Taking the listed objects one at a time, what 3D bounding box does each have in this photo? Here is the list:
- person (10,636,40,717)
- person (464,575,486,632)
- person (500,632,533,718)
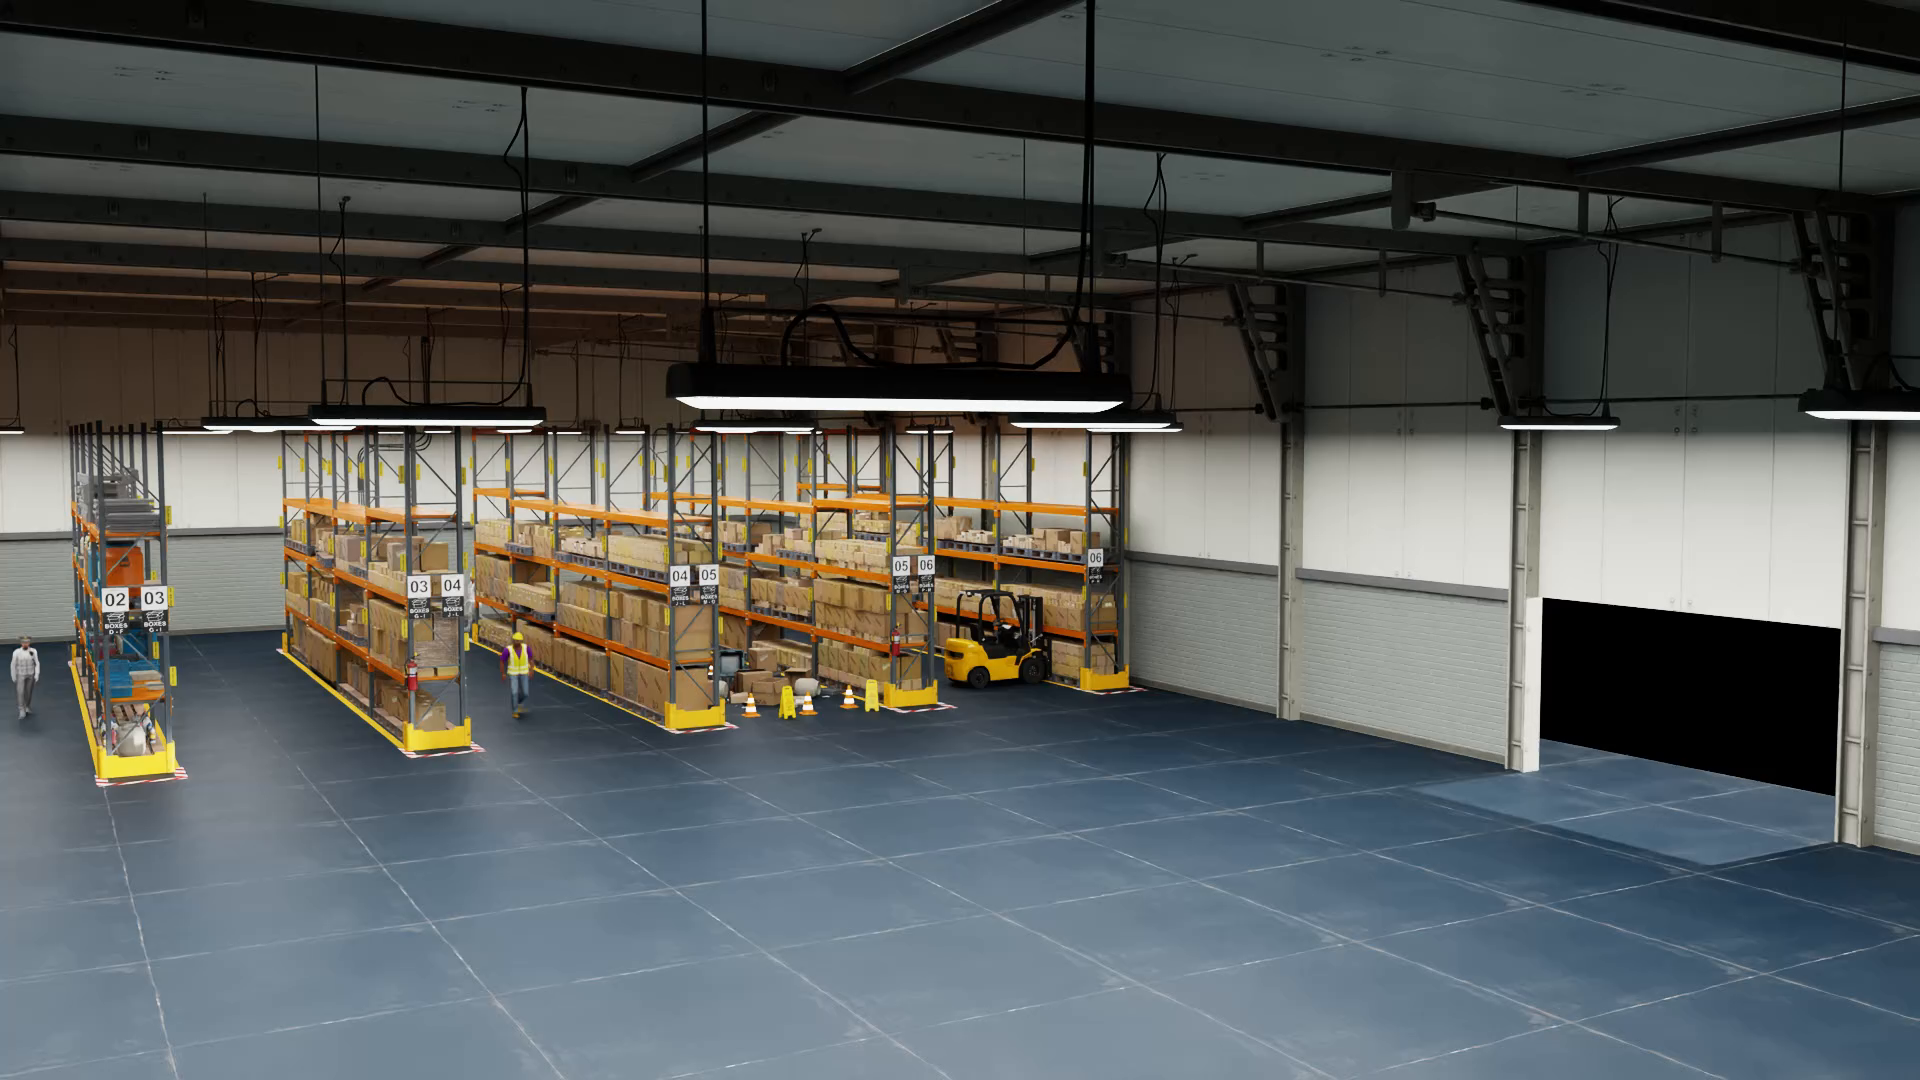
[{"bbox_3d":[-19.163,2.776,34.131,0.504,1.626,0.941,-3,5,-42],"label":"person"},{"bbox_3d":[-14.289,1.821,49.040,0.947,1.766,0.593,-3,5,-44],"label":"person"},{"bbox_3d":[-9.098,2.751,34.113,0.672,1.746,0.619,-2,4,-28],"label":"person"}]
